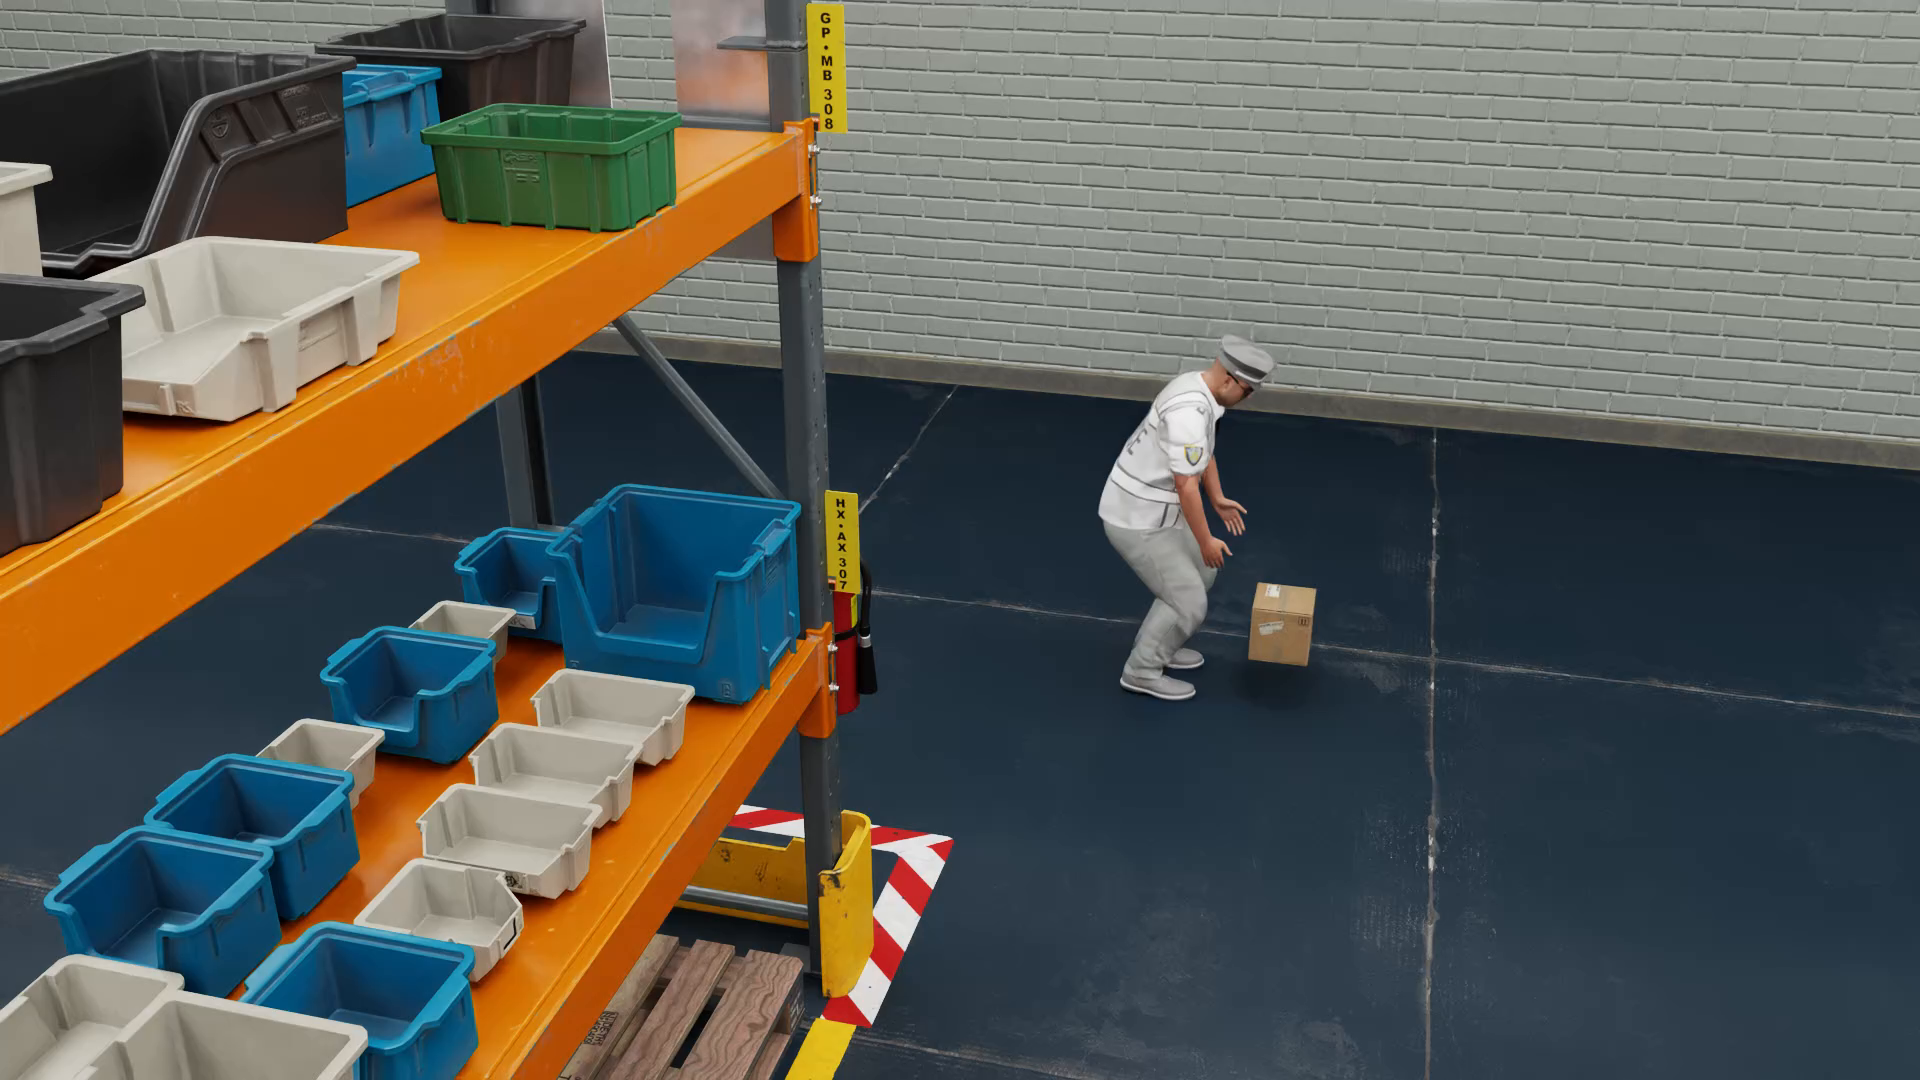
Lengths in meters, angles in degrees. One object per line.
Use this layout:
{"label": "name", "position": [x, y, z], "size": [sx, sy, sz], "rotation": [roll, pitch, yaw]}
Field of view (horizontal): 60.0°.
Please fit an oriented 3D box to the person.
{"label": "person", "position": [0.941, -0.113, 7.068], "size": [0.682, 1.572, 0.584], "rotation": [7, 26, 14]}
